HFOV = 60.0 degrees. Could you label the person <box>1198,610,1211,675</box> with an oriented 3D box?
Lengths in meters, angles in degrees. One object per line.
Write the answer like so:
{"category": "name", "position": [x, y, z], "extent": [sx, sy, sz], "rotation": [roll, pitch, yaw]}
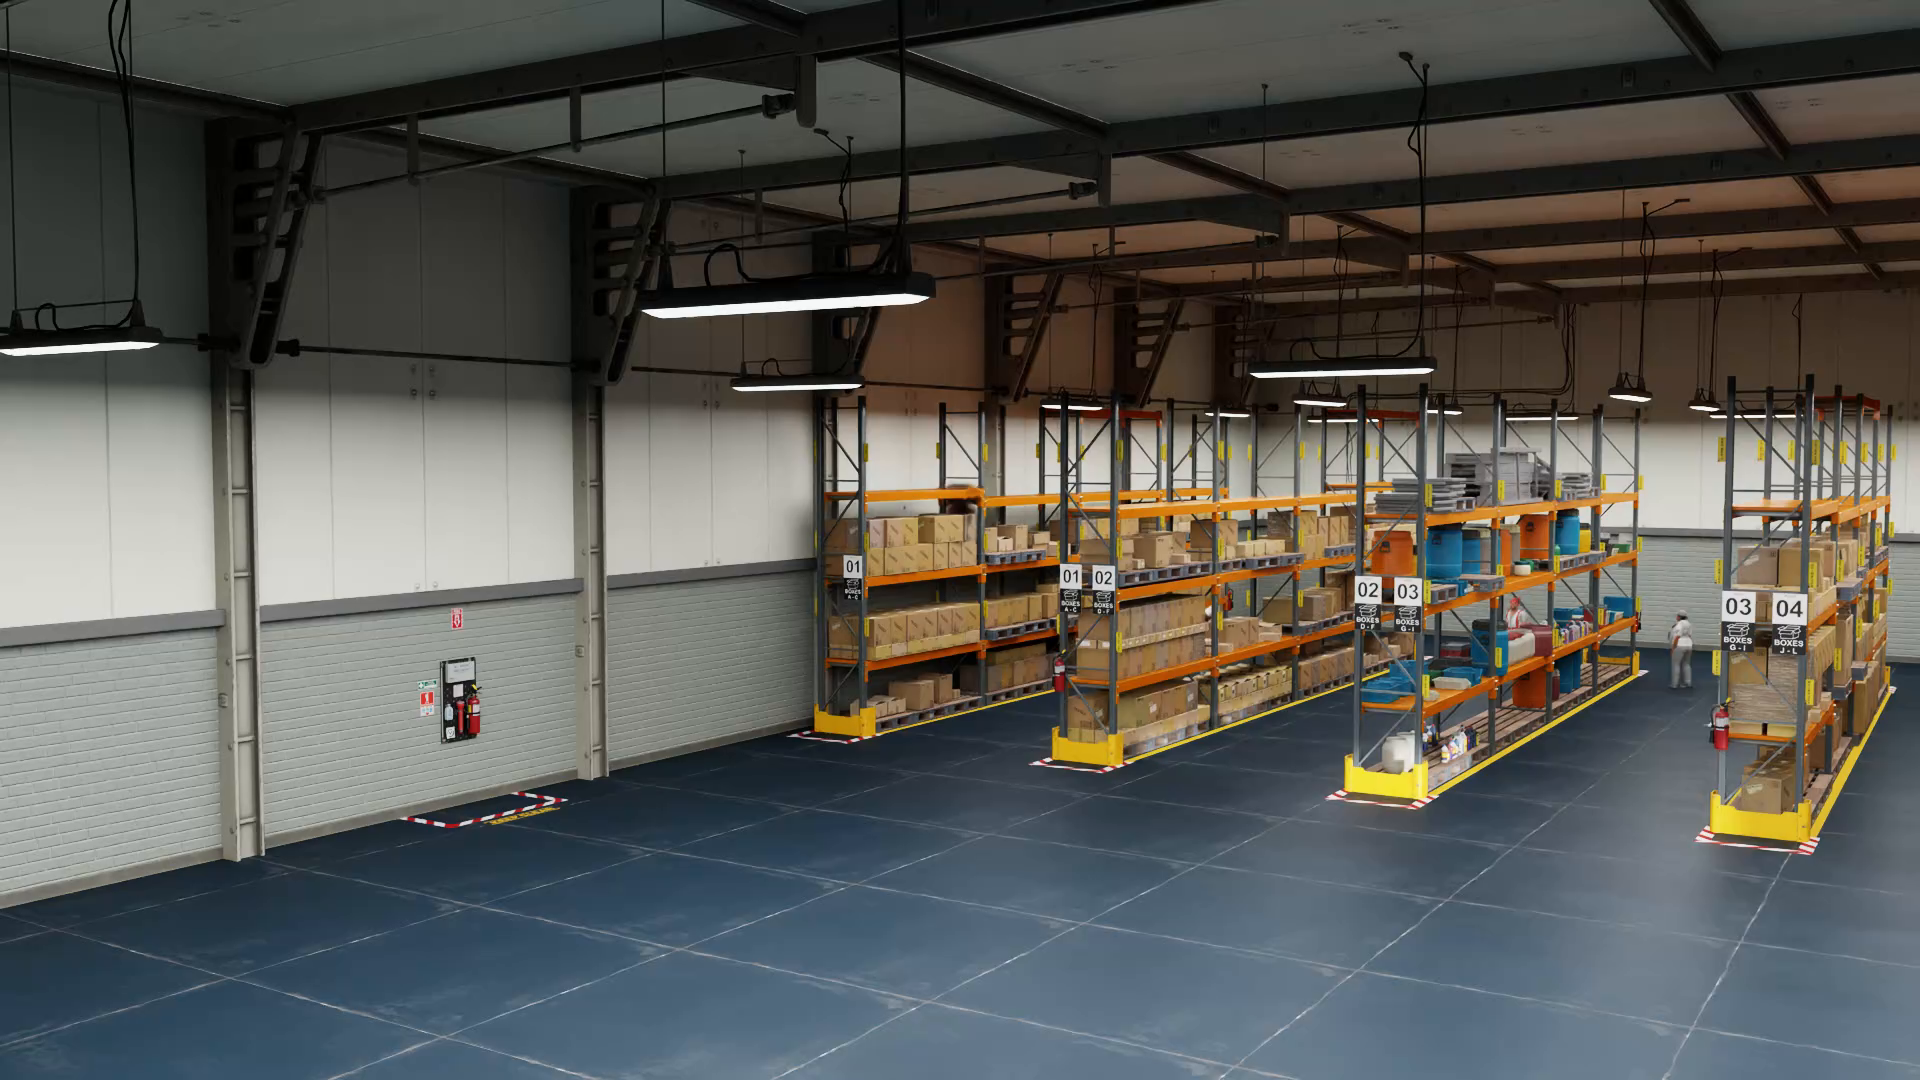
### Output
{"category": "person", "position": [5.058, 2.321, 34.760], "extent": [0.617, 1.730, 1.012], "rotation": [2, 4, 37]}

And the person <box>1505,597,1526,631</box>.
{"category": "person", "position": [12.355, 2.149, 37.143], "extent": [0.541, 1.725, 1.053], "rotation": [3, 4, 41]}

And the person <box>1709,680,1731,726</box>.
{"category": "person", "position": [13.960, 2.571, 30.384], "extent": [0.437, 1.673, 0.490], "rotation": [2, 3, 28]}

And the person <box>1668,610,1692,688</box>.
{"category": "person", "position": [15.343, 2.318, 35.379], "extent": [0.561, 1.679, 0.414], "rotation": [-2, 4, -36]}
